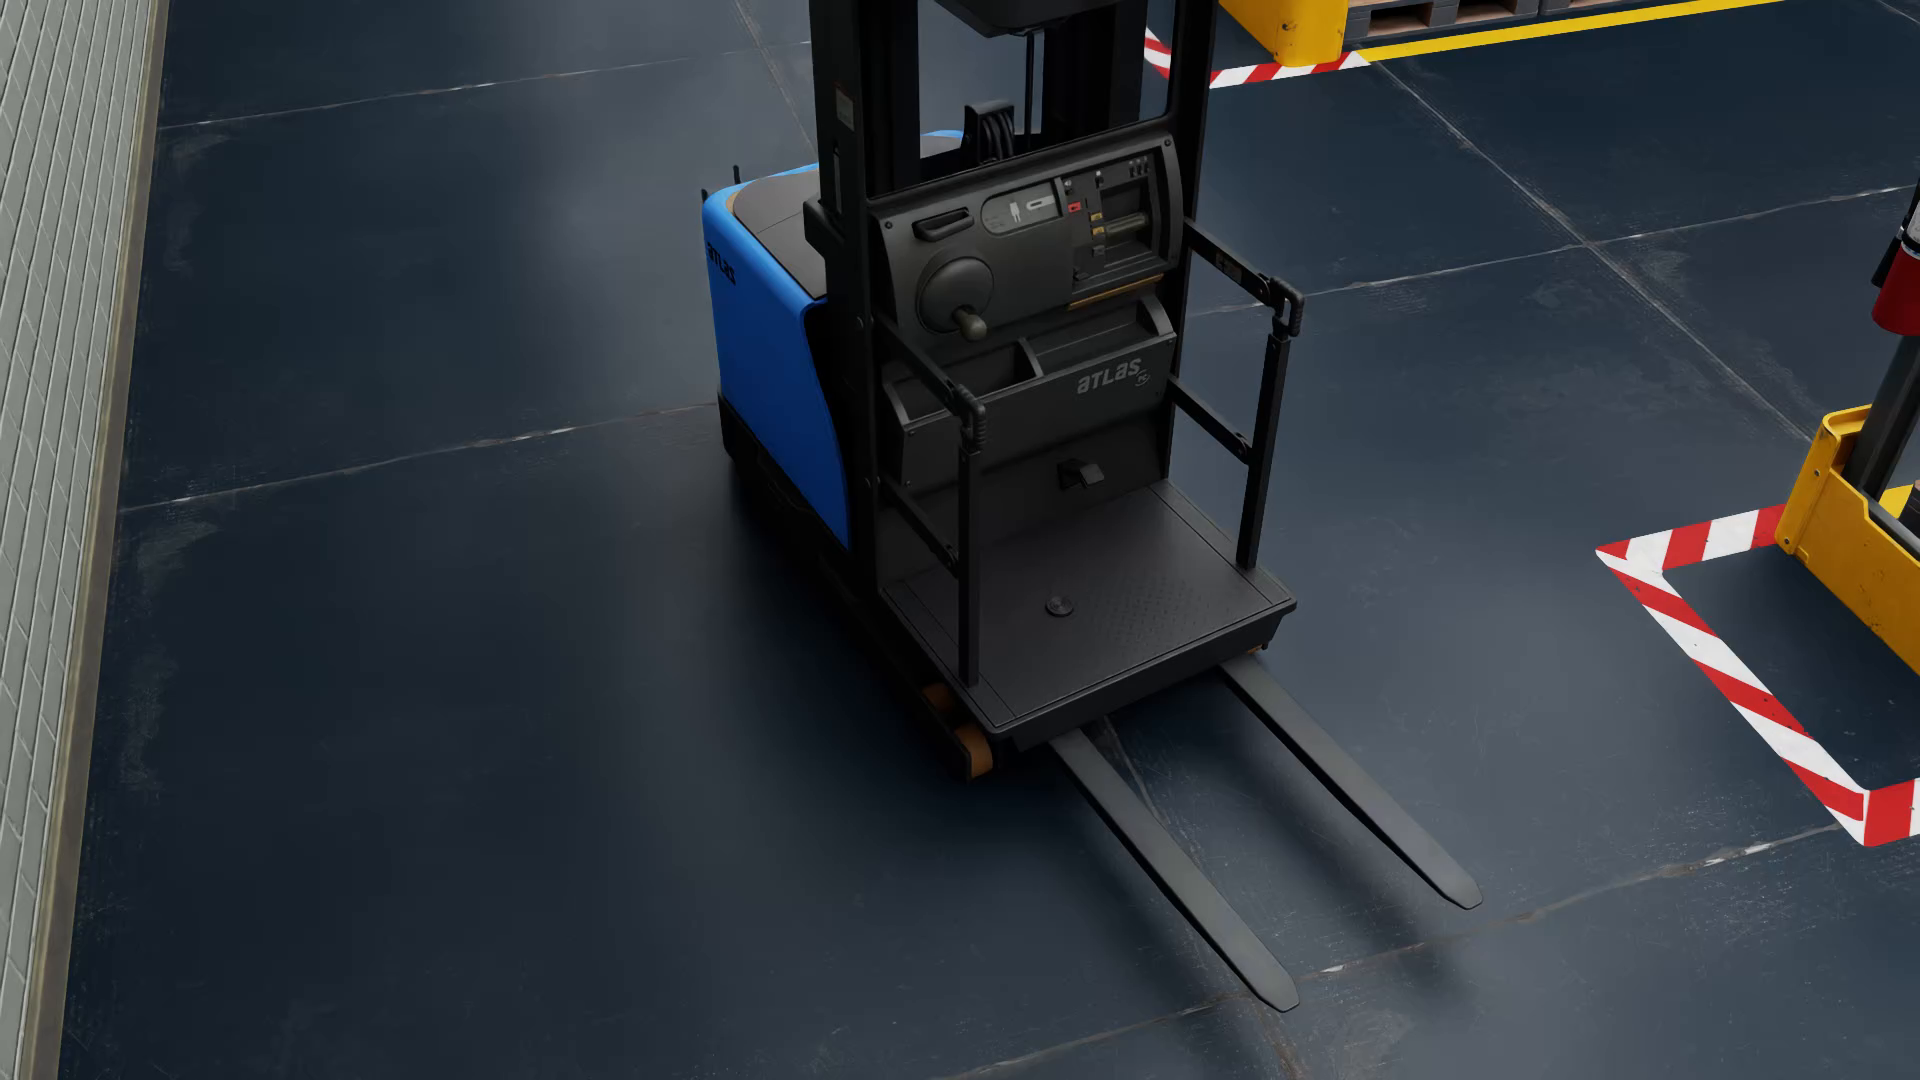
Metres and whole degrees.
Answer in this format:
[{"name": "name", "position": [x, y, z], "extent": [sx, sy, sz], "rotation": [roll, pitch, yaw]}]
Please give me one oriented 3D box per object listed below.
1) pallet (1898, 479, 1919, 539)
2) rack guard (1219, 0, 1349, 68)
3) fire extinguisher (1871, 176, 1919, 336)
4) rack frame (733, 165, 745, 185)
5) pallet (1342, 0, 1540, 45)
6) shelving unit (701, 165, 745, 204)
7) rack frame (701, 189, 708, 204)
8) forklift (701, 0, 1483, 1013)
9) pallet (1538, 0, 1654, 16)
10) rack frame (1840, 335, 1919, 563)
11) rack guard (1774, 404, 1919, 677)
[{"name": "pallet", "position": [3.957, 0.075, 5.504], "extent": [1.213, 0.211, 1.003], "rotation": [-12, 42, -13]}, {"name": "rack guard", "position": [1.648, -2.998, 8.802], "extent": [0.348, 0.500, 1.175], "rotation": [-12, 42, -13]}, {"name": "fire extinguisher", "position": [2.878, -0.922, 4.868], "extent": [0.183, 0.674, 0.296], "rotation": [-12, 42, -13]}, {"name": "rack frame", "position": [-0.692, -0.946, 6.143], "extent": [0.240, 0.900, 0.006], "rotation": [17, 42, 21]}, {"name": "pallet", "position": [2.410, -3.102, 9.140], "extent": [1.213, 0.211, 1.003], "rotation": [-12, 42, -13]}, {"name": "shelving unit", "position": [-0.738, -0.889, 6.073], "extent": [0.258, 0.900, 0.210], "rotation": [17, 42, 21]}, {"name": "rack frame", "position": [-0.784, -0.832, 6.002], "extent": [0.240, 0.900, 0.006], "rotation": [17, 42, 21]}, {"name": "forklift", "position": [0.317, -0.746, 4.376], "extent": [1.130, 2.935, 3.031], "rotation": [-21, 45, -22]}, {"name": "pallet", "position": [3.571, -3.340, 9.413], "extent": [1.213, 0.211, 1.003], "rotation": [-12, 42, -13]}, {"name": "rack frame", "position": [3.158, -0.836, 4.427], "extent": [0.127, 3.000, 1.000], "rotation": [-12, 42, -13]}, {"name": "rack guard", "position": [3.139, 0.118, 5.235], "extent": [0.348, 0.500, 1.175], "rotation": [-12, 42, -13]}]
